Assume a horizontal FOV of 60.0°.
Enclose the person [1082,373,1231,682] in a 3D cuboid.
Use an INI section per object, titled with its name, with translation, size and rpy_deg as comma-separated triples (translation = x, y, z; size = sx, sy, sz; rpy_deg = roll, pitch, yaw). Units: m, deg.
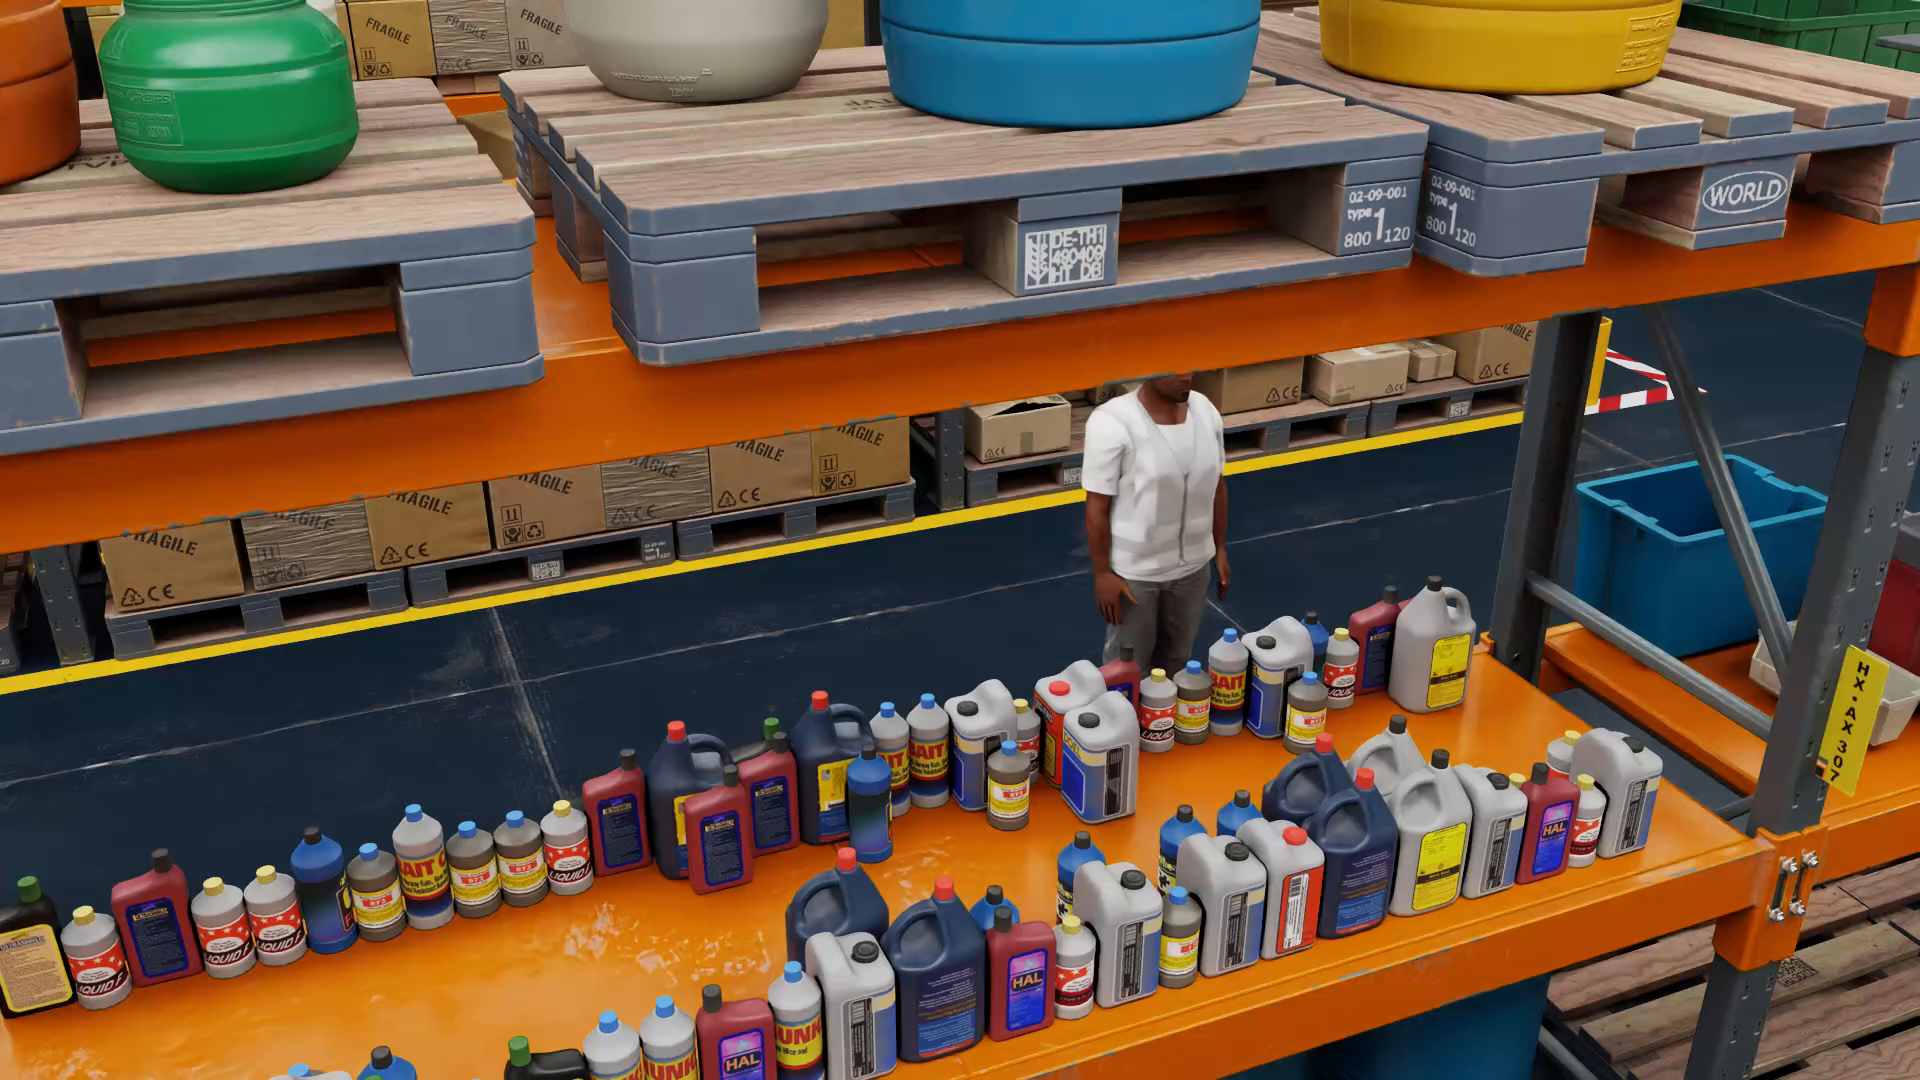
[person]
translation = 0.711, 0.083, 5.872
size = 0.586, 1.781, 0.402
rpy_deg = -14, 29, -26
